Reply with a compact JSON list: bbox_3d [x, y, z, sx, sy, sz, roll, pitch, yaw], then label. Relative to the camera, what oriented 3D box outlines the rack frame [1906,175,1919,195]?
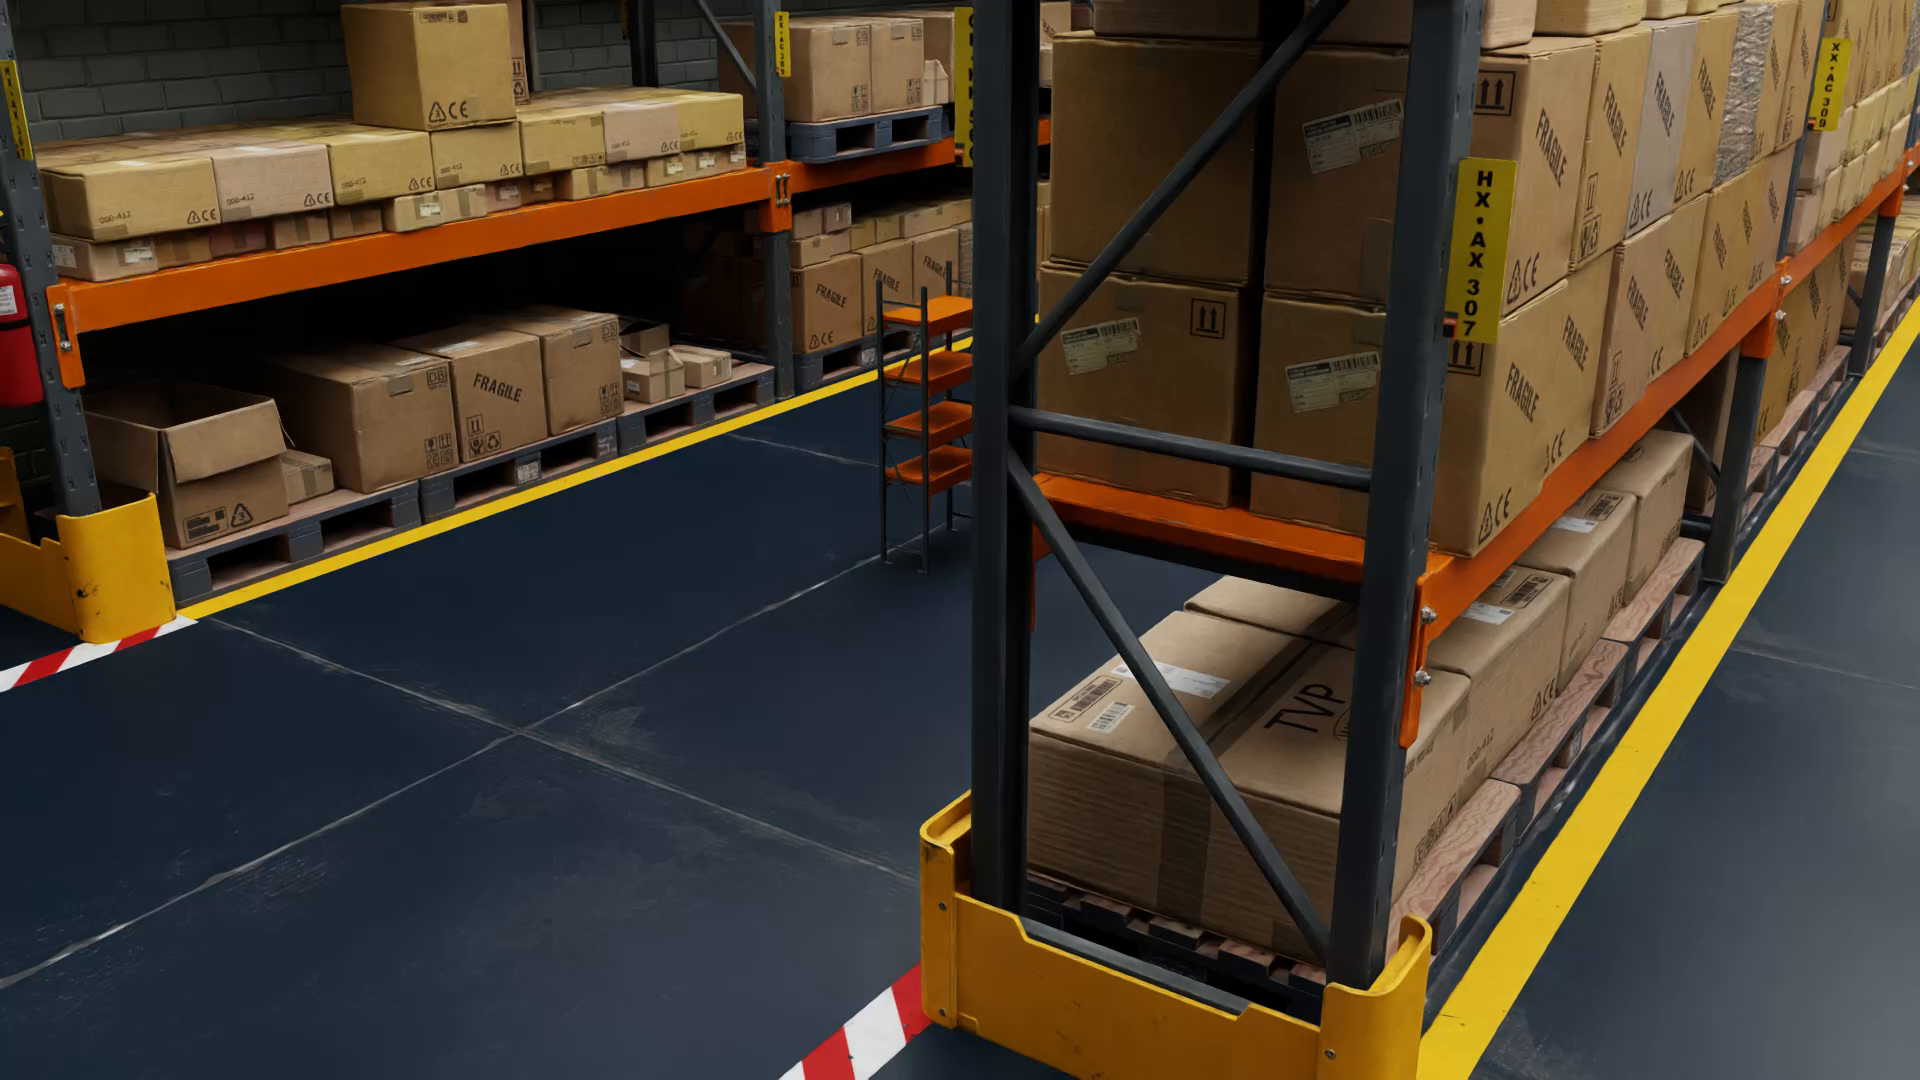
[{"bbox_3d":[7.218,-3.626,12.743,1.000,3.000,0.127,13,24,32],"label":"rack frame"}]

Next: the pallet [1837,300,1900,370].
[{"bbox_3d":[5.410,-1.394,10.729,1.003,0.211,1.213,13,24,32],"label":"pallet"}]

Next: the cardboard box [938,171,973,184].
[{"bbox_3d":[0.066,-2.527,11.835,0.380,0.149,0.250,14,24,33],"label":"cardboard box"}]

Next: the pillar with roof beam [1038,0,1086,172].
[{"bbox_3d":[4.410,-5.969,10.430,9.100,9.000,0.400,13,24,32],"label":"pillar with roof beam"}]

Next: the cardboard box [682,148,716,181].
[{"bbox_3d":[-1.486,-1.960,8.601,0.380,0.149,0.250,14,25,33],"label":"cardboard box"}]

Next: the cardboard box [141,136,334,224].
[{"bbox_3d":[-2.874,-1.441,6.624,0.500,0.250,0.500,14,24,32],"label":"cardboard box"}]

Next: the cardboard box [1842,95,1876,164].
[{"bbox_3d":[3.777,-1.860,7.466,0.500,0.250,0.500,14,24,32],"label":"cardboard box"}]

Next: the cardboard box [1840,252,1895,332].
[{"bbox_3d":[5.295,-1.603,10.456,0.950,0.372,0.625,11,23,28],"label":"cardboard box"}]

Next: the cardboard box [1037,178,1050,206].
[{"bbox_3d":[0.481,-2.431,11.577,0.380,0.149,0.250,12,24,30],"label":"cardboard box"}]

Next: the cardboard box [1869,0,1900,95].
[{"bbox_3d":[4.038,-2.361,7.738,0.500,0.500,0.500,13,24,31],"label":"cardboard box"}]

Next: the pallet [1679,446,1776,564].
[{"bbox_3d":[3.092,-0.258,7.659,1.003,0.211,1.213,13,24,32],"label":"pallet"}]

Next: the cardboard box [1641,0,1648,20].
[{"bbox_3d":[1.467,-1.356,4.088,0.380,0.149,0.250,14,24,32],"label":"cardboard box"}]

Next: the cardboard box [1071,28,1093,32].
[{"bbox_3d":[0.885,-3.792,12.688,0.500,0.250,0.500,14,24,33],"label":"cardboard box"}]

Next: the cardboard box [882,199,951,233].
[{"bbox_3d":[-0.283,-2.064,10.584,0.380,0.149,0.250,14,25,34],"label":"cardboard box"}]

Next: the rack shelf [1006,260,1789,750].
[{"bbox_3d":[1.596,-0.419,5.111,1.077,0.370,4.000,13,24,32],"label":"rack shelf"}]

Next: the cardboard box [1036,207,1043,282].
[{"bbox_3d":[0.220,-2.014,11.384,0.500,0.500,0.500,15,25,34],"label":"cardboard box"}]

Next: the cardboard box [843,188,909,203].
[{"bbox_3d":[-0.559,-2.234,11.044,0.380,0.149,0.250,12,24,30],"label":"cardboard box"}]

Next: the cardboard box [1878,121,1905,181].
[{"bbox_3d":[4.625,-2.062,8.732,0.500,0.250,0.500,14,24,33],"label":"cardboard box"}]

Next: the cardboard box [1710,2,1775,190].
[{"bbox_3d":[2.113,-1.365,5.046,0.500,0.500,0.500,14,24,33],"label":"cardboard box"}]

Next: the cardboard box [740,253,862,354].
[{"bbox_3d":[-0.929,-1.417,9.769,0.500,0.500,0.500,15,25,34],"label":"cardboard box"}]

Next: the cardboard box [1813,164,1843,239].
[{"bbox_3d":[3.476,-1.483,7.168,0.500,0.250,0.500,13,24,31],"label":"cardboard box"}]

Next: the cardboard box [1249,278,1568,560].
[{"bbox_3d":[0.979,-0.311,3.638,0.500,0.500,0.500,13,24,31],"label":"cardboard box"}]

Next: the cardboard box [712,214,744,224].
[{"bbox_3d":[-1.275,-1.864,10.044,0.380,0.149,0.250,13,24,32],"label":"cardboard box"}]

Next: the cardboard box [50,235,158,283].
[{"bbox_3d":[-3.224,-1.072,6.203,0.380,0.149,0.250,13,24,31],"label":"cardboard box"}]

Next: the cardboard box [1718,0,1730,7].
[{"bbox_3d":[2.040,-1.645,4.869,0.380,0.149,0.250,13,24,31],"label":"cardboard box"}]

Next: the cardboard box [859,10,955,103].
[{"bbox_3d":[-0.197,-3.010,10.329,0.700,0.500,0.500,13,24,32],"label":"cardboard box"}]

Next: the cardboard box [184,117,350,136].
[{"bbox_3d":[-3.023,-1.691,7.301,0.500,0.250,0.500,14,25,33],"label":"cardboard box"}]

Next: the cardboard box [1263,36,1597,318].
[{"bbox_3d":[0.977,-0.781,3.466,0.500,0.500,0.500,13,24,31],"label":"cardboard box"}]

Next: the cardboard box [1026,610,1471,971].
[{"bbox_3d":[0.760,0.613,4.371,0.875,0.438,0.875,12,24,30],"label":"cardboard box"}]

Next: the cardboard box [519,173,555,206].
[{"bbox_3d":[-2.139,-1.679,7.843,0.380,0.149,0.250,14,24,33],"label":"cardboard box"}]

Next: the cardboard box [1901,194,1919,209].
[{"bbox_3d":[6.925,-2.439,12.718,0.950,0.372,0.625,14,24,33],"label":"cardboard box"}]

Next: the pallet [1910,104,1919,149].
[{"bbox_3d":[5.282,-2.613,10.282,1.213,0.211,1.003,13,24,32],"label":"pallet"}]

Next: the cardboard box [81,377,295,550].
[{"bbox_3d":[-3.213,-0.333,6.833,0.797,0.503,0.637,12,24,30],"label":"cardboard box"}]

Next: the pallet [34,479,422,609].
[{"bbox_3d":[-3.145,-0.092,7.210,1.003,0.211,1.213,13,24,32],"label":"pallet"}]

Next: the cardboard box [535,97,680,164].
[{"bbox_3d":[-1.741,-2.026,8.206,0.500,0.250,0.500,13,24,32],"label":"cardboard box"}]

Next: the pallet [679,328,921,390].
[{"bbox_3d":[-0.961,-1.230,10.286,1.003,0.211,1.213,13,24,32],"label":"pallet"}]

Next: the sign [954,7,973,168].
[{"bbox_3d":[0.031,-0.946,3.490,0.100,0.325,0.005,13,24,32],"label":"sign"}]

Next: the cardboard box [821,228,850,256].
[{"bbox_3d":[-0.873,-1.772,9.793,0.380,0.149,0.250,13,24,30],"label":"cardboard box"}]

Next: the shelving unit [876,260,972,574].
[{"bbox_3d":[-0.093,-0.515,6.928,0.258,1.200,0.503,13,24,32],"label":"shelving unit"}]

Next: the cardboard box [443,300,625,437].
[{"bbox_3d":[-2.117,-0.867,8.282,0.700,0.500,0.500,12,24,30],"label":"cardboard box"}]

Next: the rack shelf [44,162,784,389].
[{"bbox_3d":[-2.511,-1.386,7.725,1.077,0.370,4.000,13,24,32],"label":"rack shelf"}]

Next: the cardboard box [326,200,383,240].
[{"bbox_3d":[-2.662,-1.375,7.019,0.380,0.149,0.250,14,24,33],"label":"cardboard box"}]

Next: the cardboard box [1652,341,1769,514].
[{"bbox_3d":[3.003,-0.724,7.356,0.875,0.875,0.875,14,25,33],"label":"cardboard box"}]

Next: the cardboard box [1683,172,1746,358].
[{"bbox_3d":[2.116,-0.898,5.226,0.500,0.500,0.500,13,24,31],"label":"cardboard box"}]

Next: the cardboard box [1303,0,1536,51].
[{"bbox_3d":[0.901,-1.050,3.261,0.380,0.149,0.250,14,24,33],"label":"cardboard box"}]

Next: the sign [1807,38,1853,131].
[{"bbox_3d":[3.180,-1.666,6.082,0.100,0.325,0.005,13,24,32],"label":"sign"}]

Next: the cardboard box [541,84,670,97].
[{"bbox_3d":[-1.888,-2.277,8.884,0.500,0.250,0.500,13,24,31],"label":"cardboard box"}]

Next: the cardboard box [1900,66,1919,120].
[{"bbox_3d":[4.907,-2.453,9.070,0.500,0.250,0.500,13,24,32],"label":"cardboard box"}]

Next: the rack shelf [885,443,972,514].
[{"bbox_3d":[-0.093,-0.266,7.021,0.258,0.148,0.480,13,24,32],"label":"rack shelf"}]
